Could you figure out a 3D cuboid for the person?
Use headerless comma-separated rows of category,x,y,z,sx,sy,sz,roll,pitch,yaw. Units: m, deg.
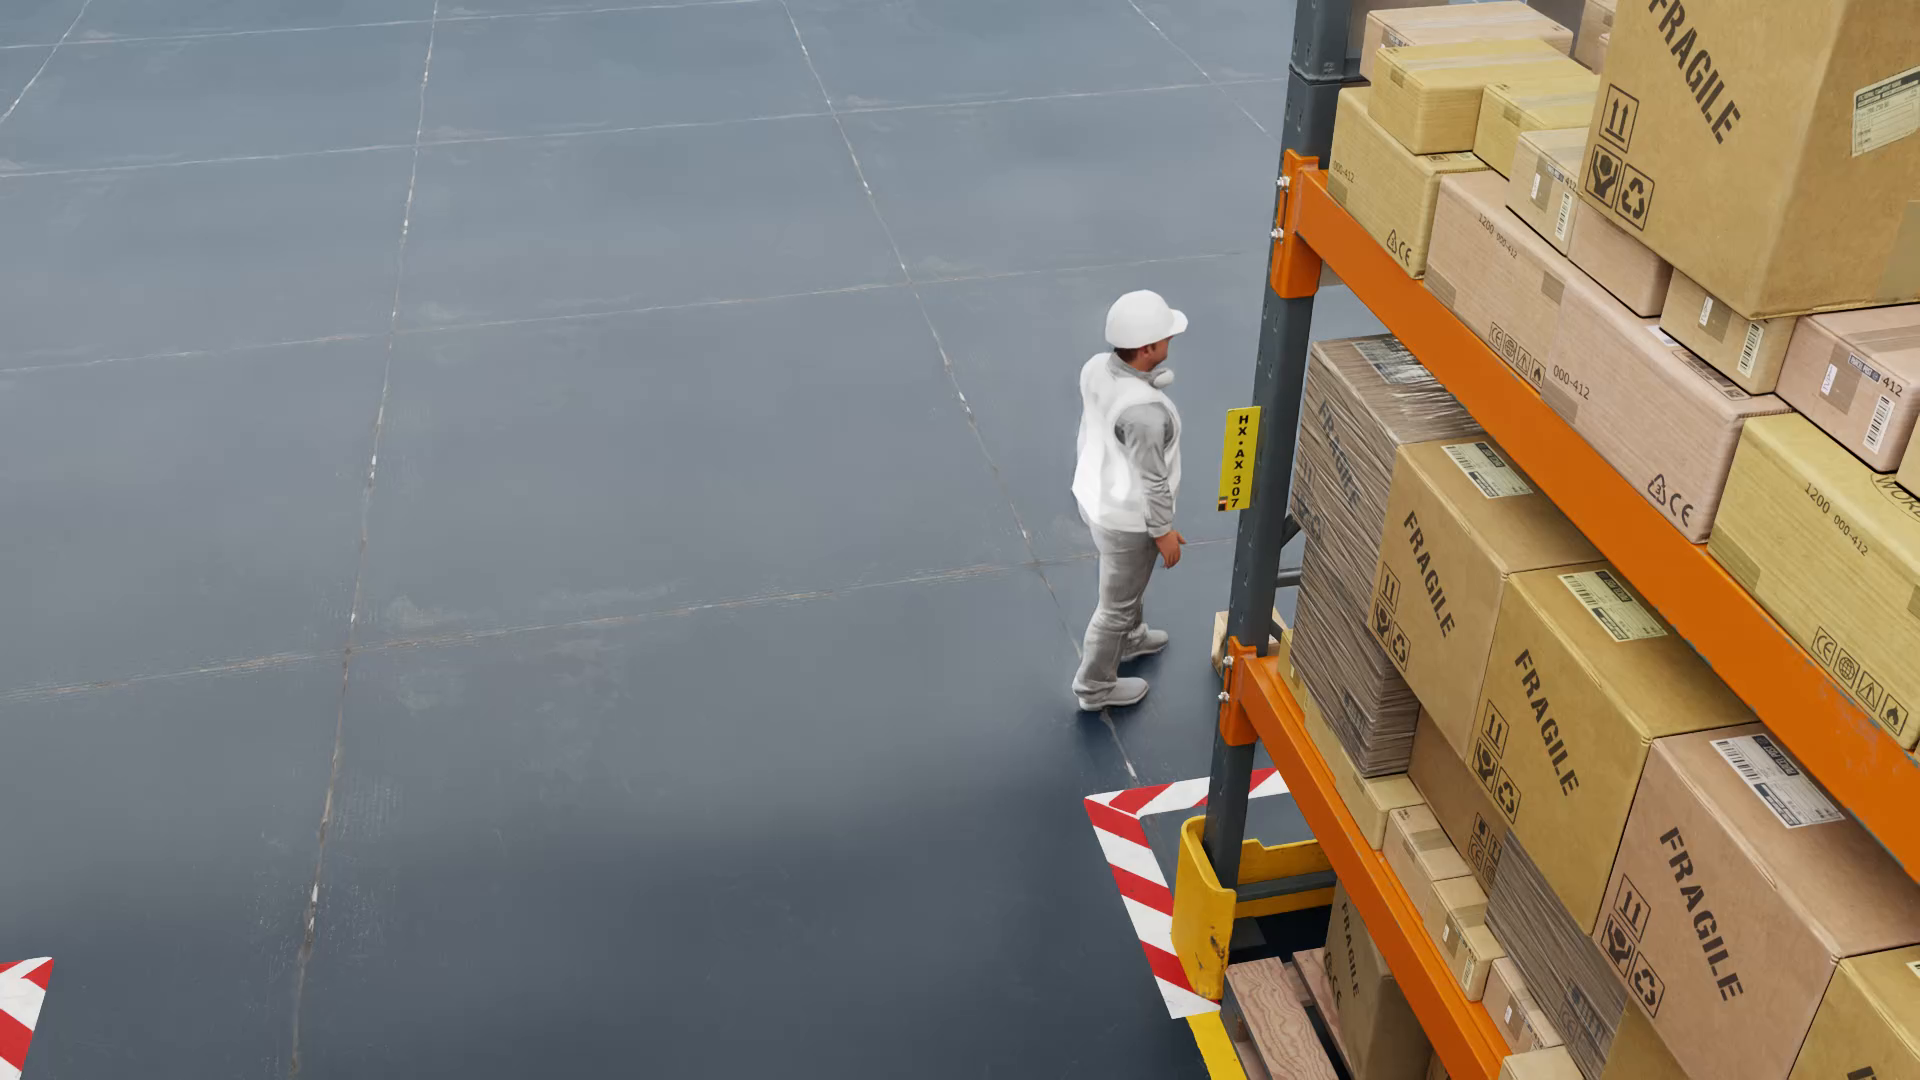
person,0.689,-0.140,6.318,0.550,1.788,0.566,-10,35,-14
